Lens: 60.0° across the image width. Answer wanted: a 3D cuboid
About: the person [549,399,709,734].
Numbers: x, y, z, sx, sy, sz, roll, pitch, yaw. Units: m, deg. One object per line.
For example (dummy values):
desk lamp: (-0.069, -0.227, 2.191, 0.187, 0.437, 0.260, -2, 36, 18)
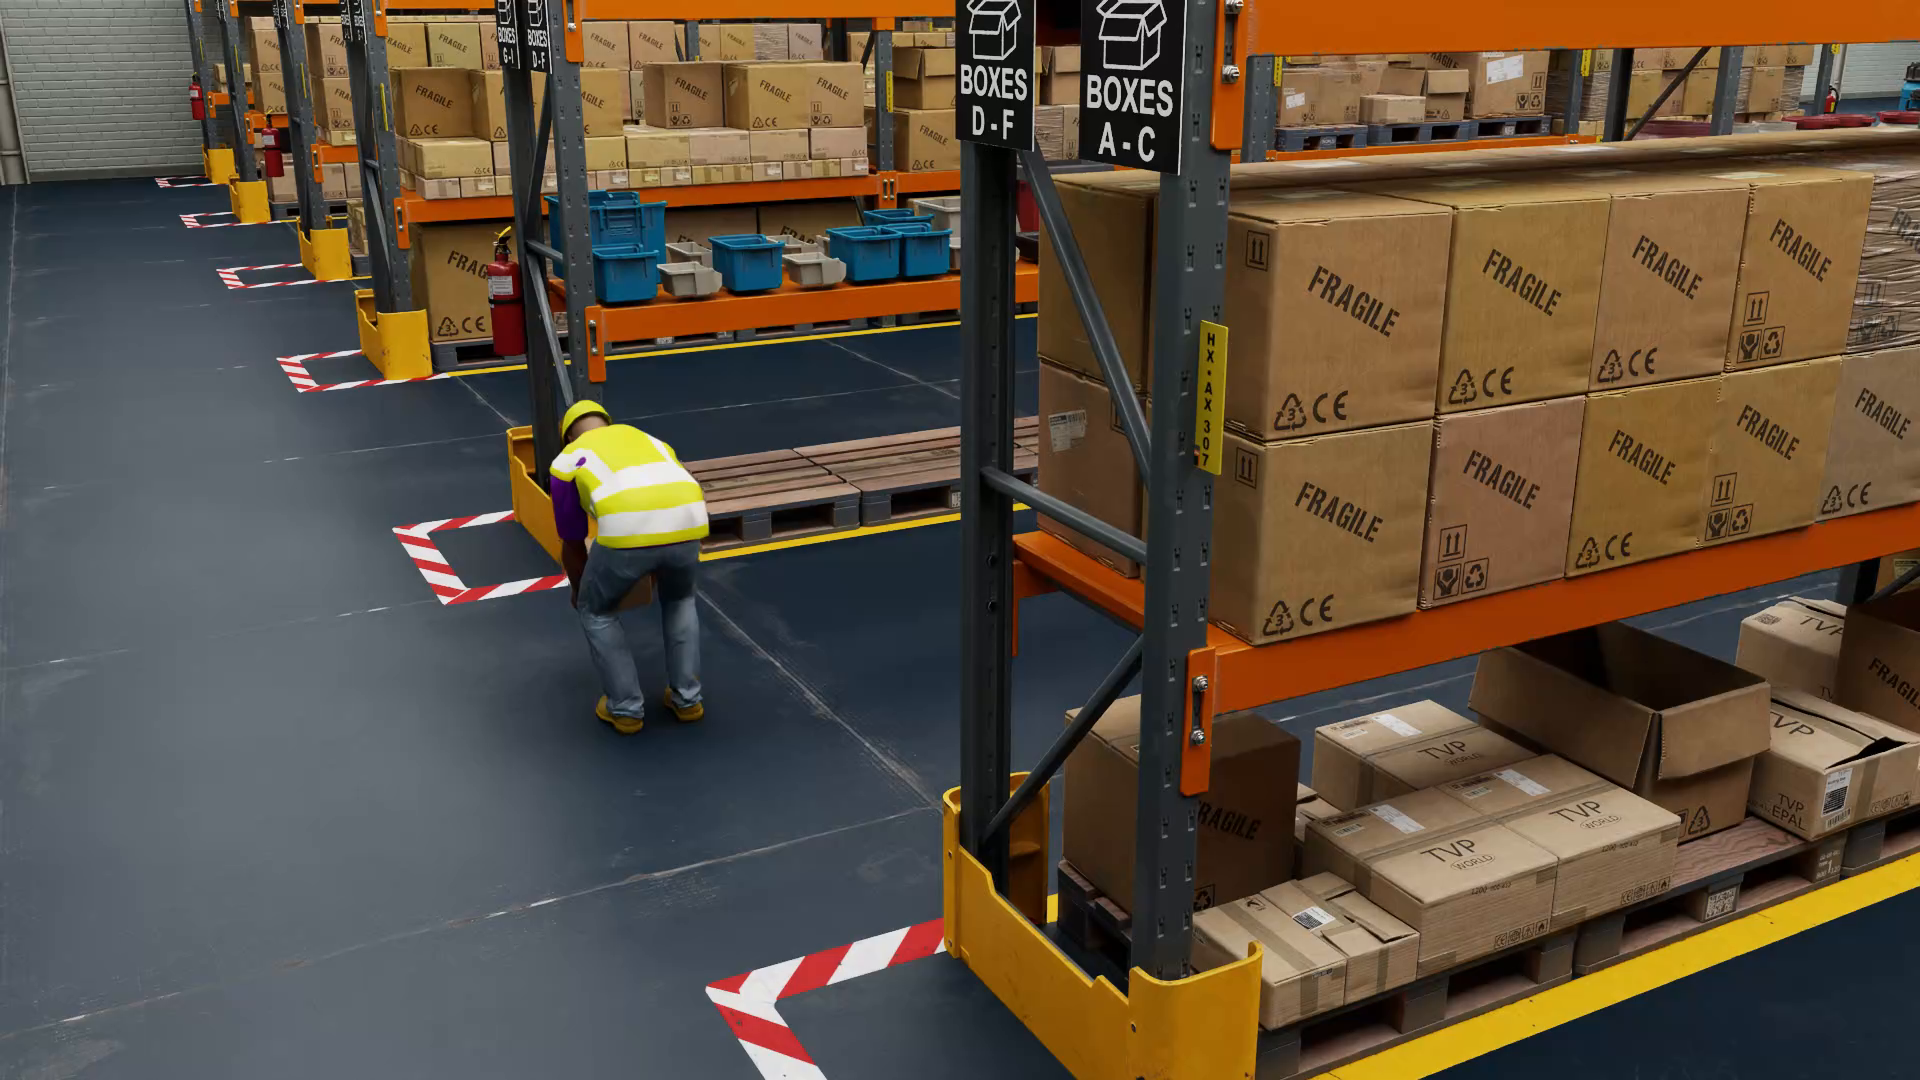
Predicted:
person: (4.927, -1.286, 10.818, 15.759, 1.186, 2.032, -11, 21, -29)
